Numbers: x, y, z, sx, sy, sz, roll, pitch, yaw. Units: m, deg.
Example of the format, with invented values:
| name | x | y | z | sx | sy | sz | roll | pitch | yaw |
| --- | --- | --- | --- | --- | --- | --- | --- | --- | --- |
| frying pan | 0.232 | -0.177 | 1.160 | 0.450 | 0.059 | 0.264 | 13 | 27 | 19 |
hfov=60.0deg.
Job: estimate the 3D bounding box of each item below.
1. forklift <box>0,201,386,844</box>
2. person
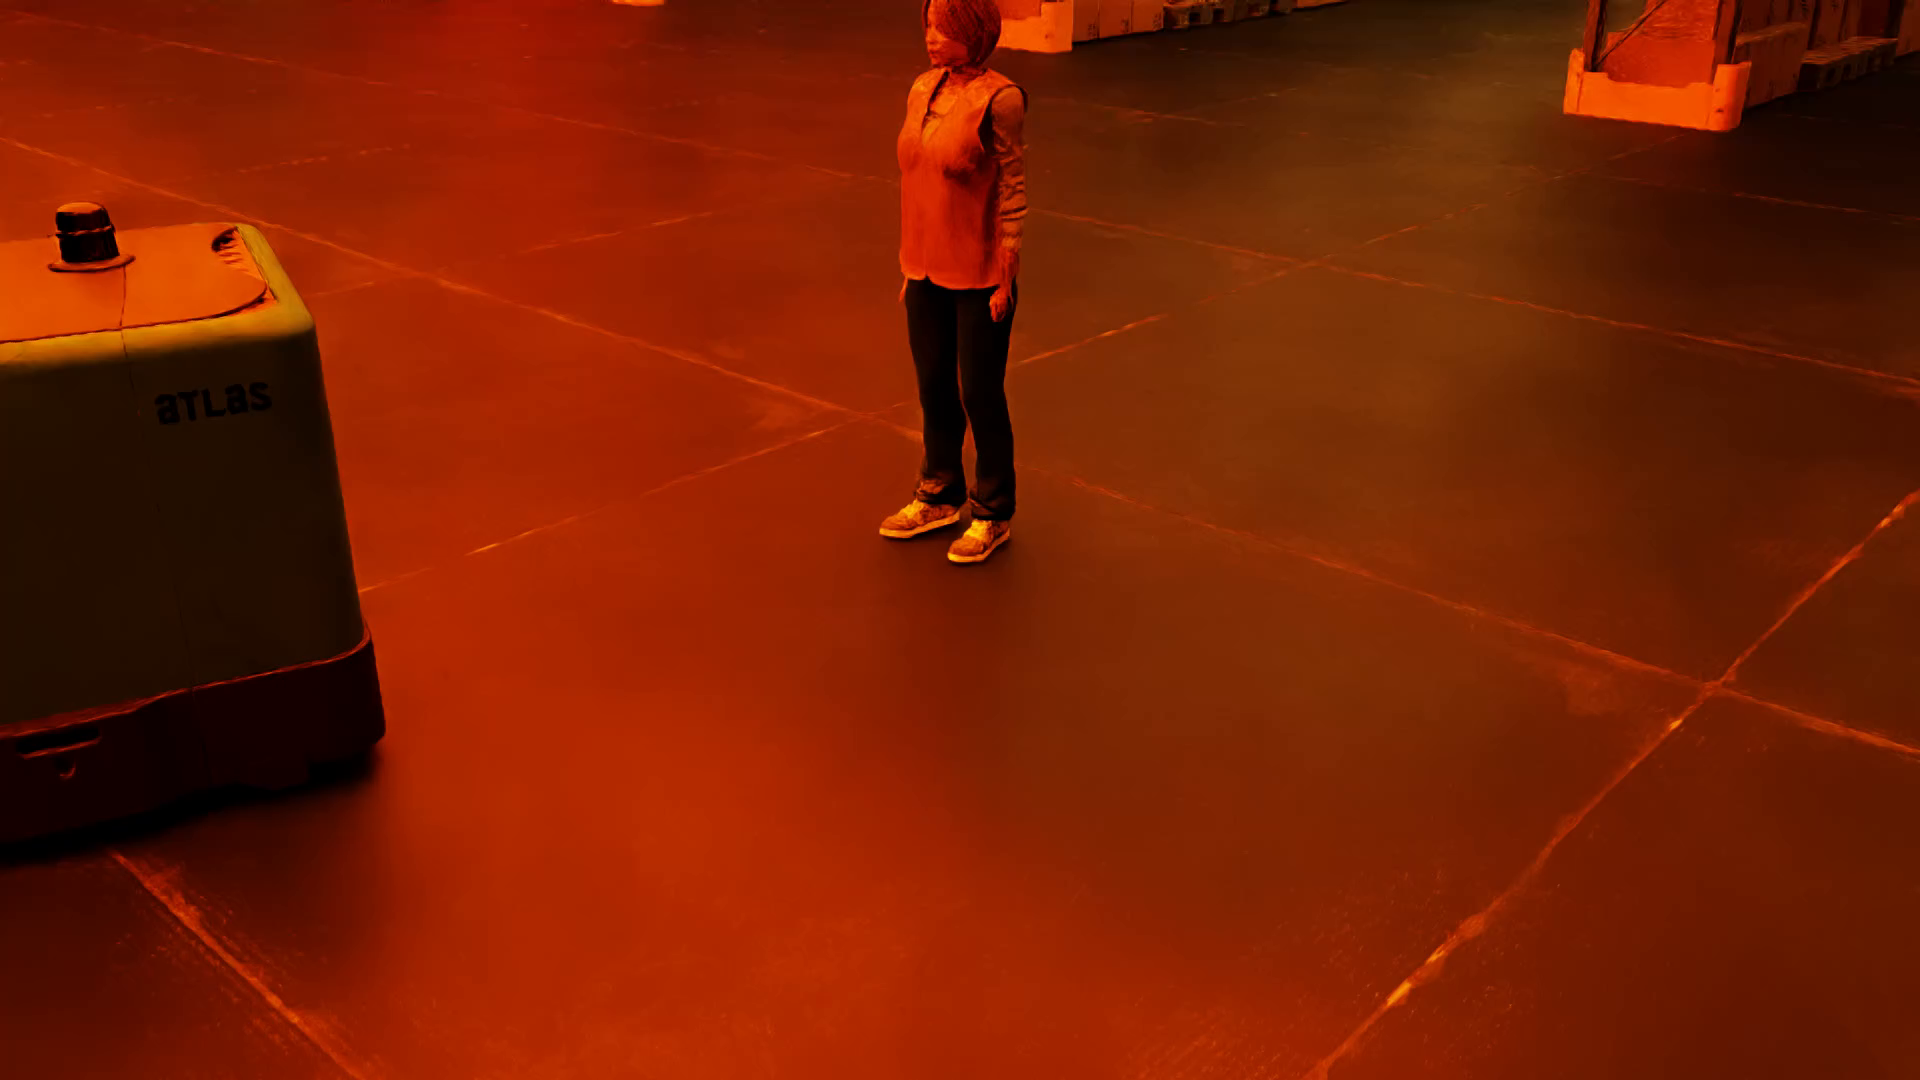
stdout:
| name | x | y | z | sx | sy | sz | roll | pitch | yaw |
| --- | --- | --- | --- | --- | --- | --- | --- | --- | --- |
| forklift | -2.861 | -0.719 | 2.967 | 3.031 | 2.935 | 1.130 | -12 | 26 | -25 |
| person | -0.006 | -0.730 | 4.649 | 0.405 | 1.604 | 0.311 | 20 | 31 | 38 |
